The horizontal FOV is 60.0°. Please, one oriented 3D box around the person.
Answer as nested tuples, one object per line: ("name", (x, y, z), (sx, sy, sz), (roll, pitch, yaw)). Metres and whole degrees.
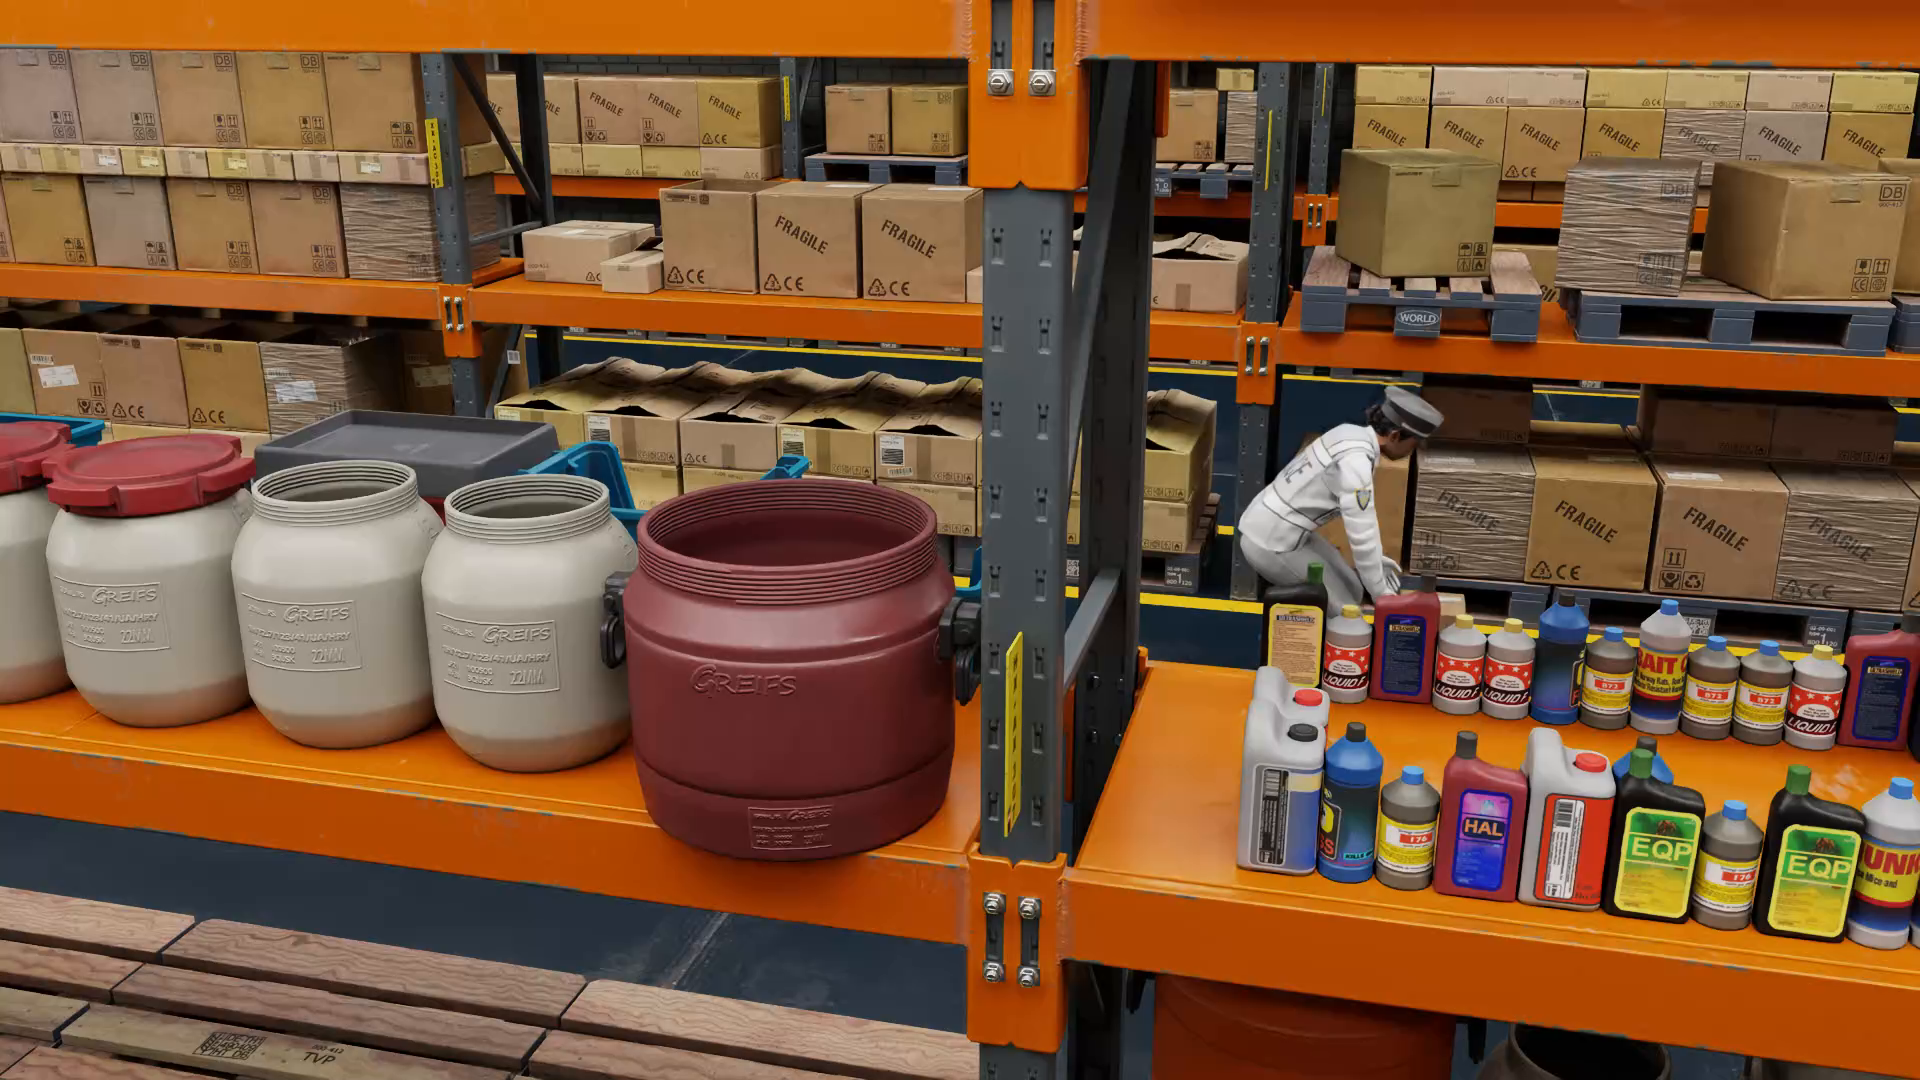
("person", (1.482, 0.024, 6.584), (0.749, 1.294, 0.534), (5, 19, 14))
